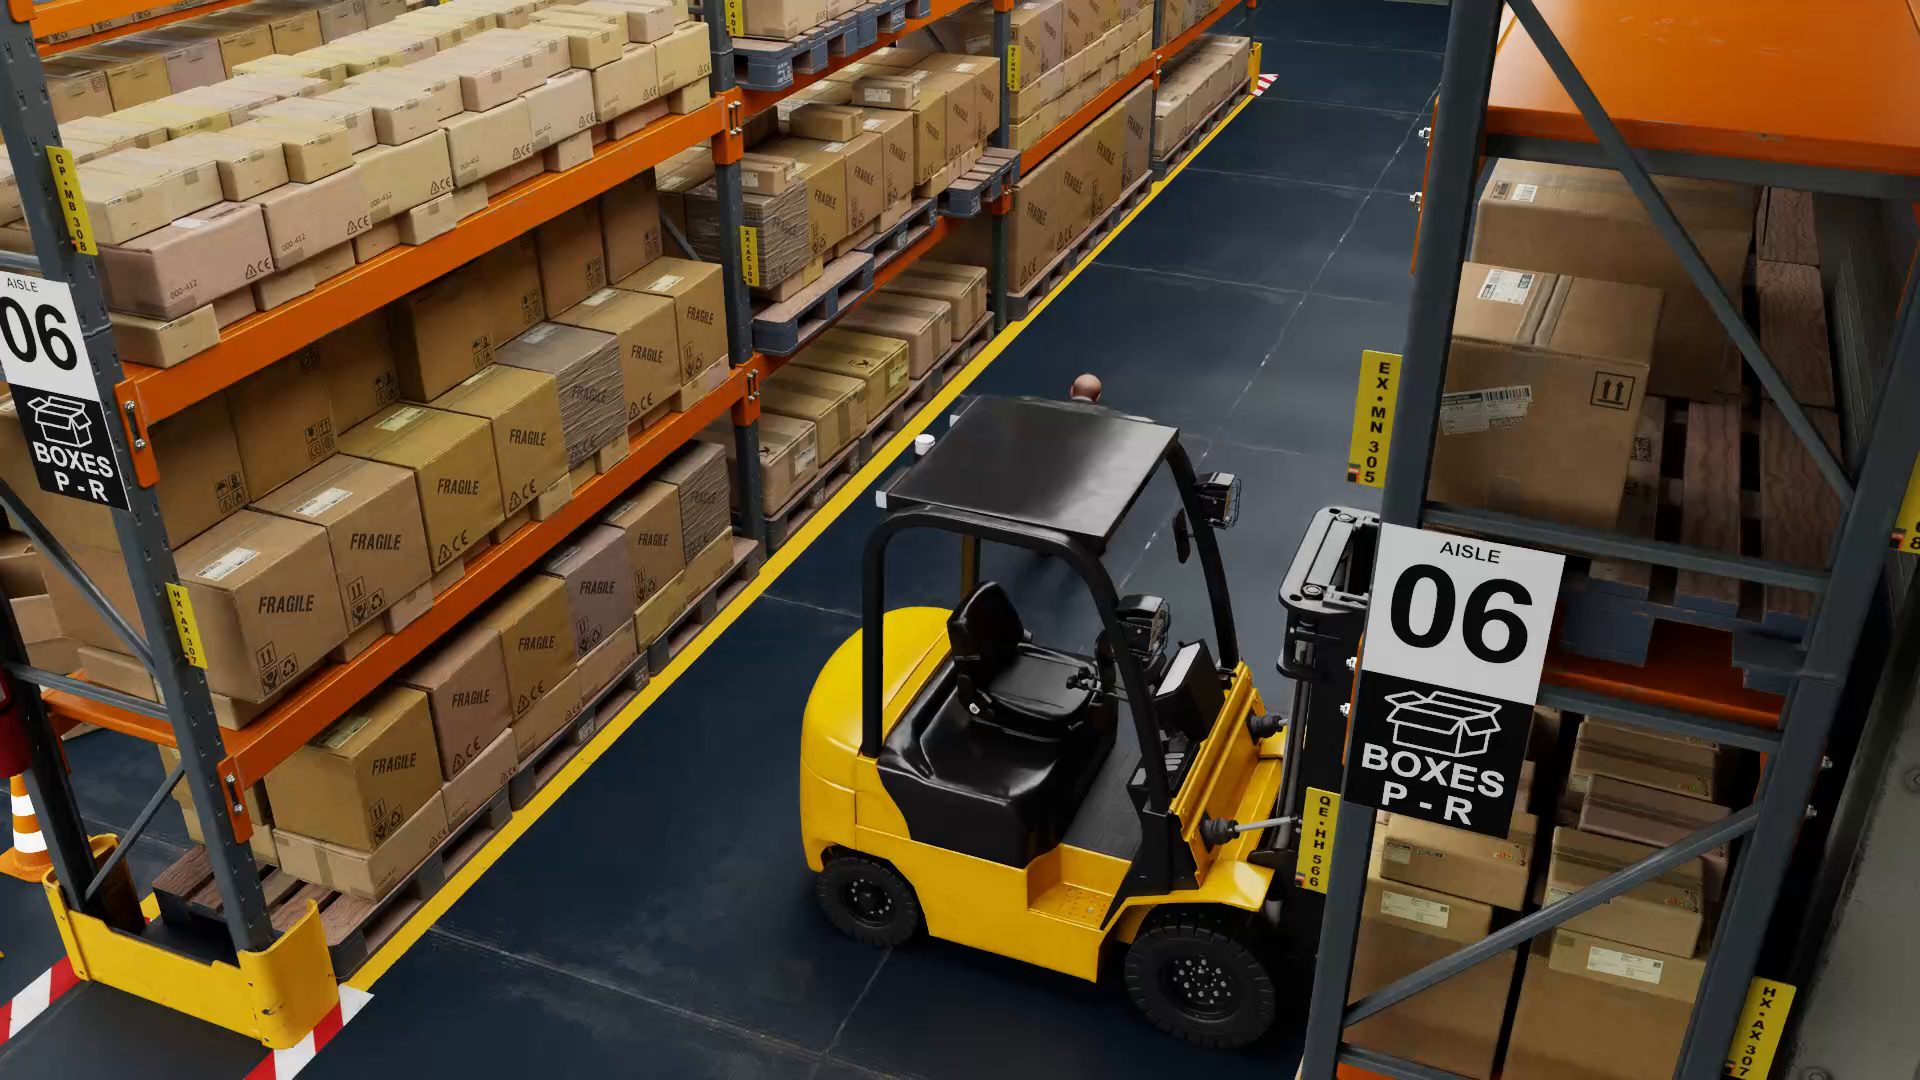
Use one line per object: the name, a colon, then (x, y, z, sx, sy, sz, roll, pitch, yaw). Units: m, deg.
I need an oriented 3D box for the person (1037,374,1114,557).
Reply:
person: (0.694, -0.418, 9.930, 0.538, 0.977, 0.867, 11, 31, 19)
